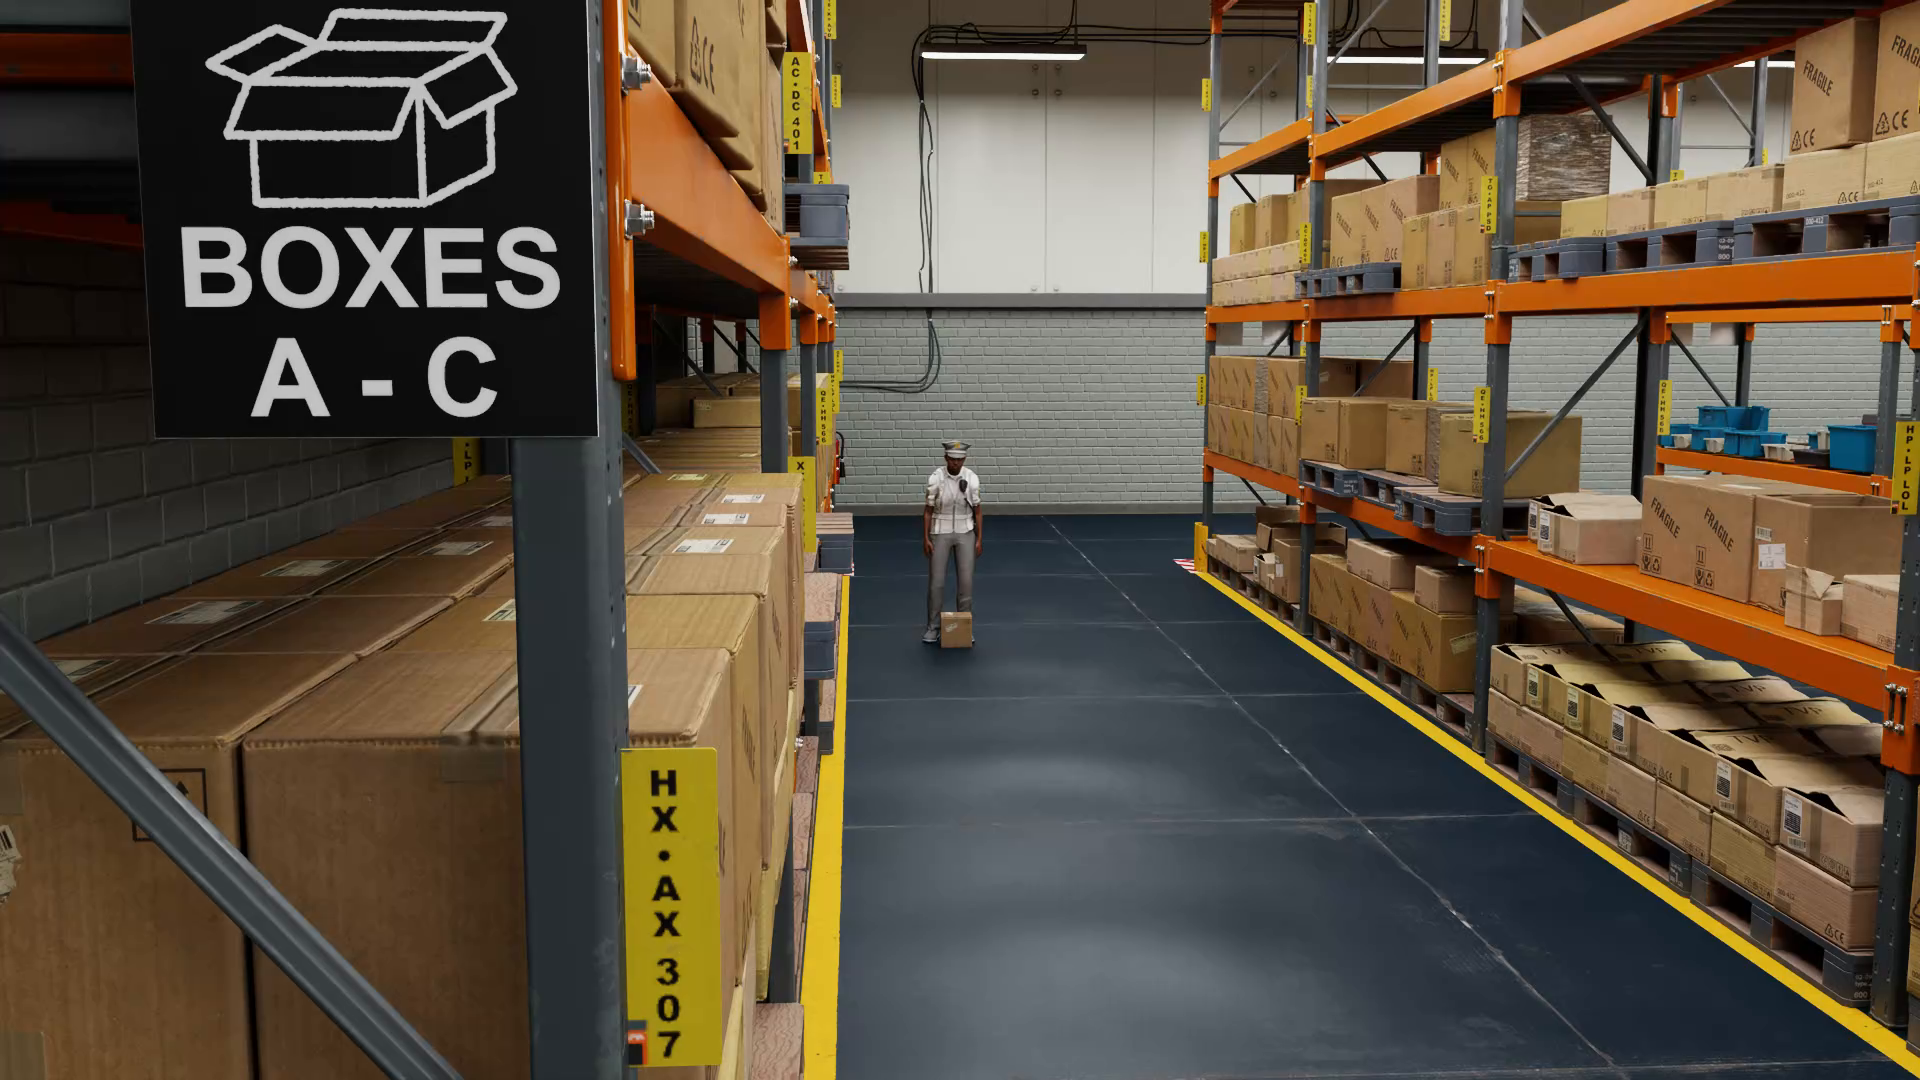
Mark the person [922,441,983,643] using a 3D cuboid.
[{"bbox_3d":[-0.063,0.006,13.702,0.505,1.659,0.415,0,7,-3],"label":"person"}]
